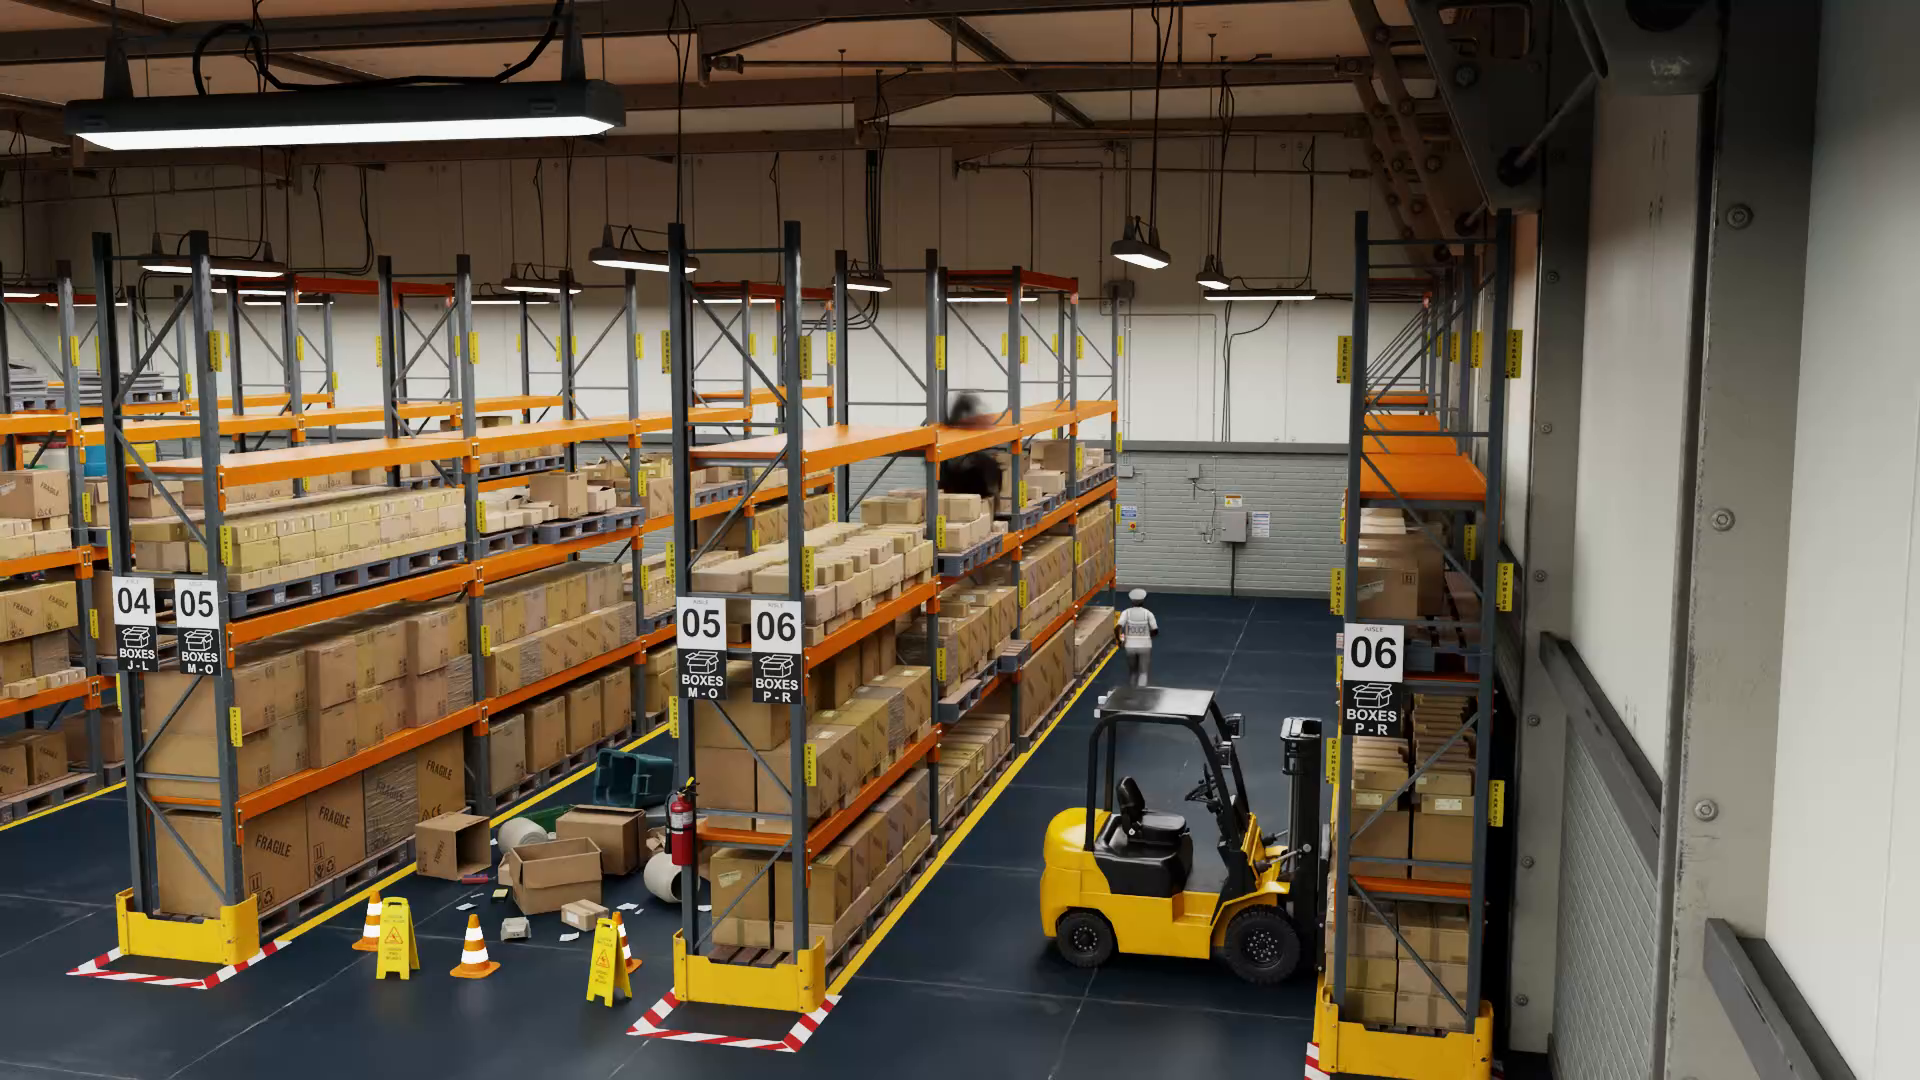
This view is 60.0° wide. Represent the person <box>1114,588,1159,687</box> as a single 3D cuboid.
[{"bbox_3d":[2.443,1.534,23.003,0.599,1.713,0.806,1,7,12],"label":"person"}]
